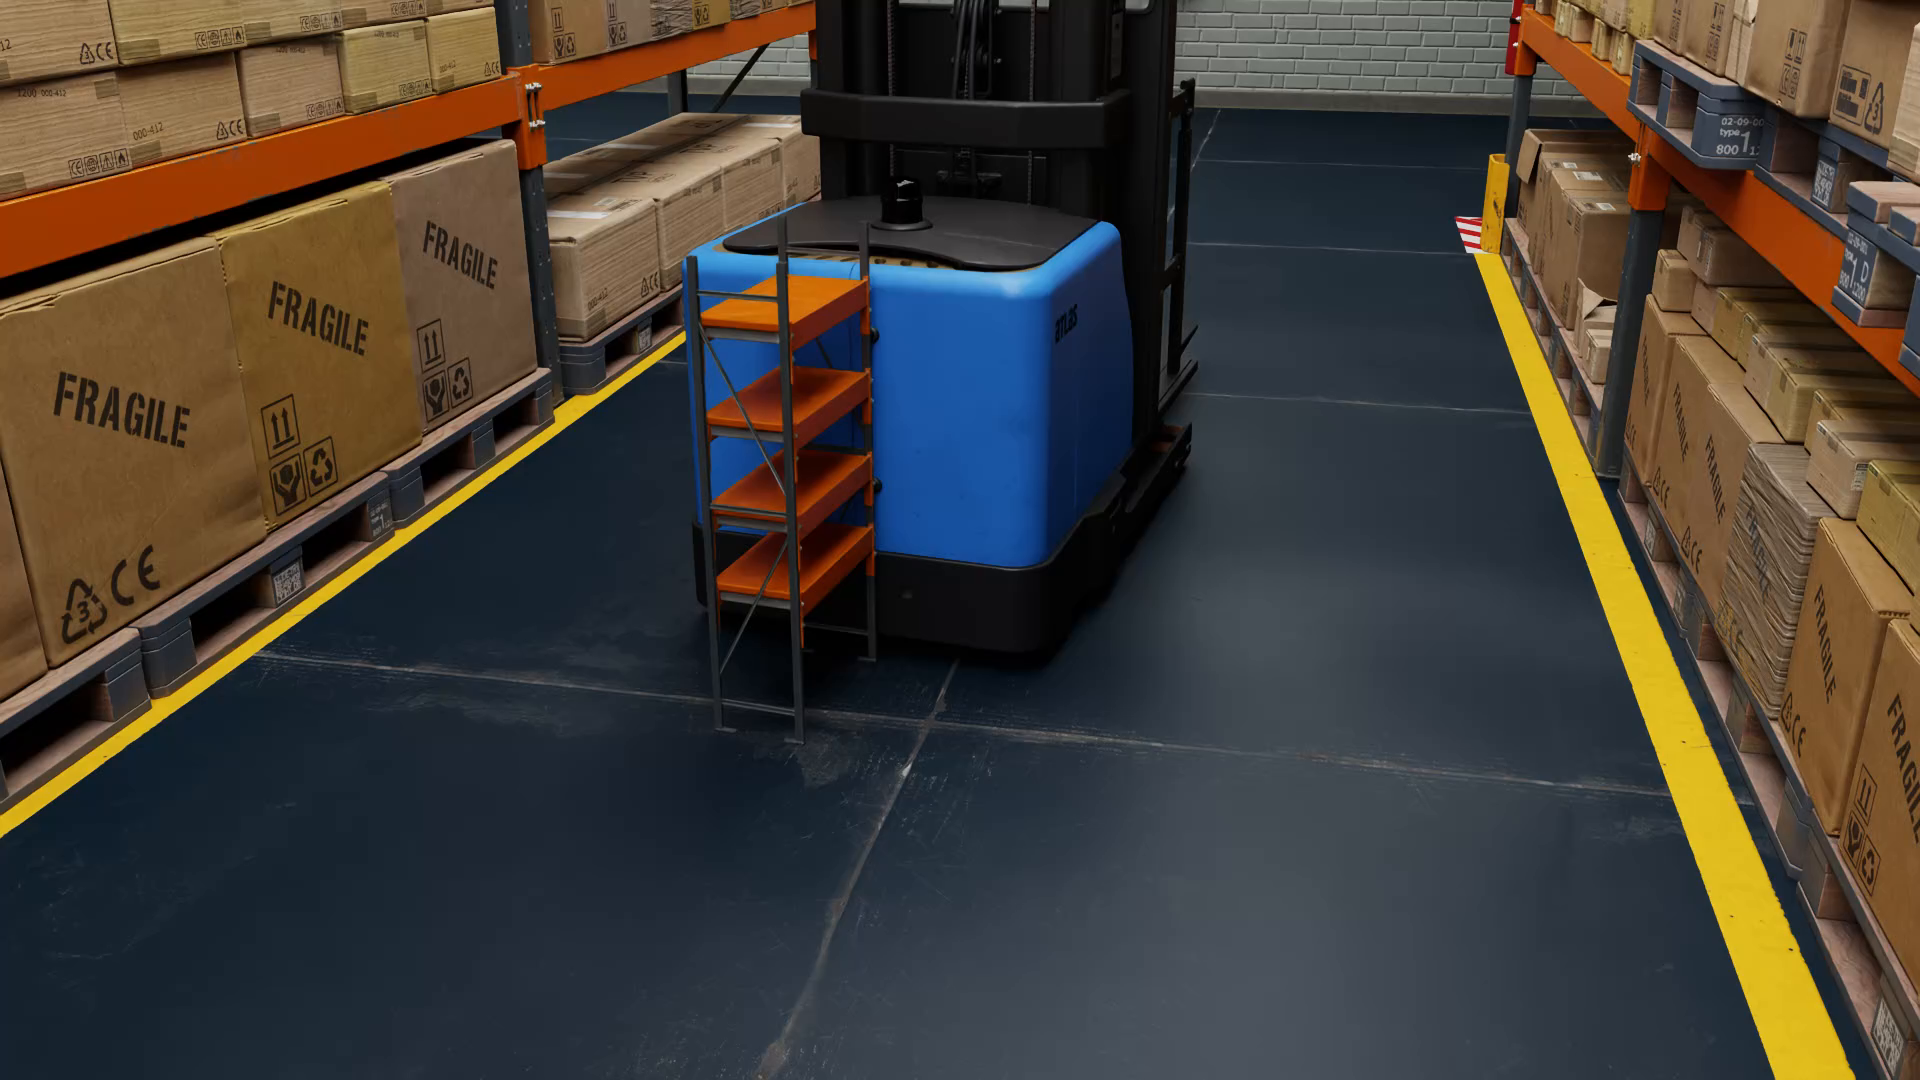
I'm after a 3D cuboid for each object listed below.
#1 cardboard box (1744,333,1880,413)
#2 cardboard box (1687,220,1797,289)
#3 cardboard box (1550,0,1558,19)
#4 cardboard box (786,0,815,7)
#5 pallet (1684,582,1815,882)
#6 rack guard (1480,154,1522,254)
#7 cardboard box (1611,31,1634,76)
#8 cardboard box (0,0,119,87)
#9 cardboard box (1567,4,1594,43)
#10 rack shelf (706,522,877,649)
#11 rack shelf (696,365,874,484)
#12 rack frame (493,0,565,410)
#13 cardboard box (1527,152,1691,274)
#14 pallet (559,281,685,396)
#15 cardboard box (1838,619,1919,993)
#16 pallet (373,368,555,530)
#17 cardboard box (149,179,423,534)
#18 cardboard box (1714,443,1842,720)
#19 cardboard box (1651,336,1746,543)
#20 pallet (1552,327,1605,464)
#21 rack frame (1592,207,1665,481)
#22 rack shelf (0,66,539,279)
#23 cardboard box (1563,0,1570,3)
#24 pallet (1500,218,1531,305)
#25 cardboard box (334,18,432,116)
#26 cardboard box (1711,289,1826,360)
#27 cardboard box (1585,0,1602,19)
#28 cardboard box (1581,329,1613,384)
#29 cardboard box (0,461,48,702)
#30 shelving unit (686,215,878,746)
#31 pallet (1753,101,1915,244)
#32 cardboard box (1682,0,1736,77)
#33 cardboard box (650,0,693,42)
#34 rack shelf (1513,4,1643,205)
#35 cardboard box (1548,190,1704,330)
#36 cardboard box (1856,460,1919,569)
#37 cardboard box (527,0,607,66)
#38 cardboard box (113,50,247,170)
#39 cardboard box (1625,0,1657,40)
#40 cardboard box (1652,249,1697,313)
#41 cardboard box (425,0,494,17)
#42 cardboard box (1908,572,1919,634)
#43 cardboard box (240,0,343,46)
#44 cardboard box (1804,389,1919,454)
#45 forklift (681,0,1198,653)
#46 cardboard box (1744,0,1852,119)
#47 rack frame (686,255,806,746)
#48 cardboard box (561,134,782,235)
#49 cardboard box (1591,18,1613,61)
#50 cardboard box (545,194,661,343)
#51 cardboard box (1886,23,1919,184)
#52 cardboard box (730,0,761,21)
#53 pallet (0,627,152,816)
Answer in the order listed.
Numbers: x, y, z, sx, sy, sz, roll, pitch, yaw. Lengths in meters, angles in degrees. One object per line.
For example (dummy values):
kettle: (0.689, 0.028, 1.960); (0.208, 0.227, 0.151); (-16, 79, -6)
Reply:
cardboard box: (2.270, -0.423, 4.305); (0.380, 0.149, 0.250); (4, 22, 11)
cardboard box: (2.416, -0.854, 4.977); (0.380, 0.149, 0.250); (3, 22, 8)
cardboard box: (3.230, -2.740, 8.479); (0.380, 0.149, 0.250); (5, 22, 12)
cardboard box: (-1.127, -3.279, 9.347); (0.500, 0.500, 0.500); (5, 22, 11)
pallet: (2.380, 0.452, 3.950); (1.003, 0.211, 1.213); (4, 22, 11)
rack guard: (3.556, -1.865, 9.316); (1.175, 0.500, 0.348); (4, 22, 11)
cardboard box: (2.635, -1.803, 6.151); (0.380, 0.149, 0.250); (5, 22, 12)
cardboard box: (-2.355, -1.203, 3.857); (0.500, 0.250, 0.500); (4, 22, 11)
cardboard box: (2.891, -2.272, 7.315); (0.380, 0.149, 0.250); (5, 22, 12)
rack shelf: (-0.419, 0.094, 4.226); (0.258, 0.148, 0.480); (7, 23, 17)
rack shelf: (-0.419, -0.298, 4.068); (0.258, 0.148, 0.480); (7, 23, 17)
rack frame: (-2.104, -1.967, 6.222); (1.000, 3.000, 0.127); (4, 22, 11)
cardboard box: (3.142, -1.562, 8.000); (0.700, 0.500, 0.500); (5, 23, 13)
pallet: (-1.872, -0.945, 7.418); (1.003, 0.211, 1.213); (4, 22, 11)
cardboard box: (1.928, 0.485, 2.919); (0.500, 0.500, 0.500); (4, 22, 10)
pallet: (-2.188, -0.385, 6.028); (1.003, 0.211, 1.213); (4, 22, 11)
cardboard box: (-2.329, -0.612, 5.140); (0.875, 0.875, 0.875); (5, 22, 12)
cardboard box: (2.120, 0.102, 3.870); (0.500, 0.500, 0.500); (4, 22, 9)
cardboard box: (2.338, -0.270, 4.792); (0.500, 0.500, 0.500); (4, 22, 10)
pallet: (2.897, -0.547, 6.430); (1.003, 0.211, 1.213); (4, 22, 11)
rack frame: (2.756, -1.590, 5.286); (1.000, 3.000, 0.127); (4, 22, 11)
rack shelf: (-2.512, -0.902, 4.540); (1.077, 0.370, 4.000); (4, 22, 11)
cardboard box: (3.013, -2.606, 7.611); (0.500, 0.250, 0.500); (4, 22, 10)
pallet: (3.395, -1.440, 8.646); (1.003, 0.211, 1.213); (4, 22, 11)
cardboard box: (-2.054, -1.528, 5.332); (0.500, 0.250, 0.500); (4, 22, 10)
cardboard box: (2.400, -0.613, 4.776); (0.380, 0.149, 0.250); (3, 22, 8)
cardboard box: (2.823, -2.229, 6.675); (0.500, 0.250, 0.500); (4, 22, 11)
cardboard box: (2.582, -0.688, 6.301); (0.380, 0.149, 0.250); (4, 22, 9)
cardboard box: (-2.698, 0.041, 3.519); (0.875, 0.875, 0.875); (4, 22, 10)
shelving unit: (-0.419, -0.153, 4.127); (0.258, 1.200, 0.503); (7, 23, 17)
pallet: (2.332, -0.749, 3.456); (1.003, 0.211, 1.213); (4, 22, 11)
cardboard box: (2.332, -1.482, 4.321); (0.700, 0.500, 0.500); (5, 22, 12)
cardboard box: (-1.538, -2.530, 7.486); (0.500, 0.500, 0.500); (5, 22, 11)
rack shelf: (3.164, -1.987, 7.236); (1.077, 0.370, 4.000); (4, 22, 11)
cardboard box: (2.930, -1.182, 7.057); (0.700, 0.500, 0.500); (4, 22, 9)
cardboard box: (2.063, -0.042, 3.359); (0.380, 0.149, 0.250); (4, 22, 10)
cardboard box: (-1.752, -2.165, 6.580); (0.500, 0.500, 0.500); (5, 23, 13)
cardboard box: (-2.277, -1.155, 4.408); (0.500, 0.250, 0.500); (4, 22, 11)
cardboard box: (2.621, -1.863, 5.767); (0.500, 0.250, 0.500); (5, 22, 12)
cardboard box: (2.422, -0.815, 5.278); (0.380, 0.149, 0.250); (6, 23, 13)
cardboard box: (-1.956, -1.949, 5.710); (0.500, 0.250, 0.500); (4, 22, 11)
cardboard box: (1.915, 0.142, 2.902); (0.380, 0.149, 0.250); (4, 22, 9)
cardboard box: (-2.151, -1.576, 4.783); (0.500, 0.250, 0.500); (5, 22, 12)
cardboard box: (2.190, -0.232, 3.829); (0.380, 0.149, 0.250); (5, 22, 11)
forklift: (0.200, -1.581, 5.355); (1.130, 2.935, 3.031); (7, 23, 17)
cardboard box: (2.172, -1.195, 3.609); (0.700, 0.500, 0.500); (4, 22, 11)
rack frame: (-0.496, -0.066, 3.912); (0.240, 1.200, 0.015); (7, 23, 17)
cardboard box: (-1.503, -1.852, 8.803); (0.875, 0.438, 0.875); (5, 22, 12)
cardboard box: (2.739, -1.992, 6.621); (0.380, 0.149, 0.250); (4, 22, 10)
cardboard box: (-1.871, -1.194, 7.172); (0.875, 0.438, 0.875); (4, 22, 10)
cardboard box: (1.838, -0.663, 2.622); (0.500, 0.250, 0.500); (3, 22, 8)
cardboard box: (-1.340, -2.908, 8.425); (0.500, 0.500, 0.500); (5, 22, 12)
pallet: (-2.686, 0.507, 3.812); (1.003, 0.211, 1.213); (4, 22, 11)
